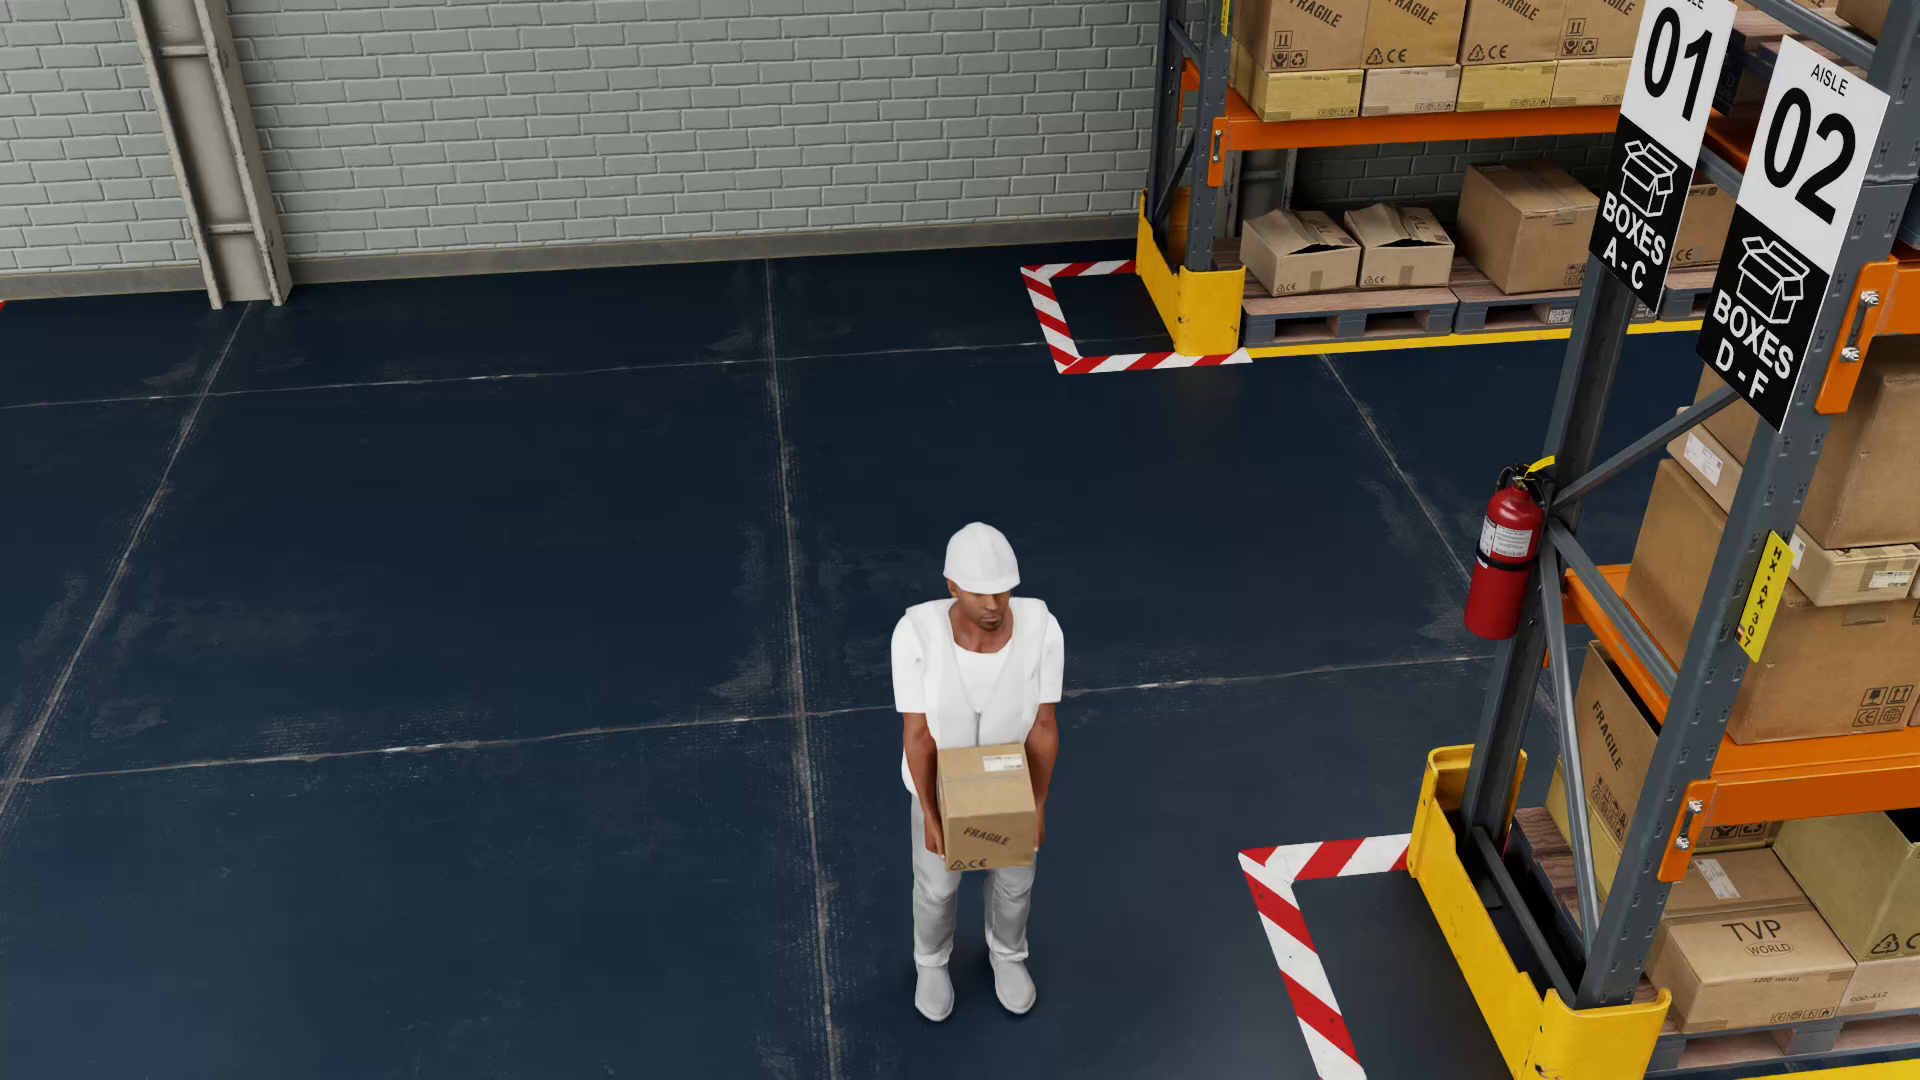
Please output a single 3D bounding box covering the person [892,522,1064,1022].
[{"bbox_3d":[0.067,0.785,4.988,0.504,1.760,0.583,-4,35,-5],"label":"person"}]
